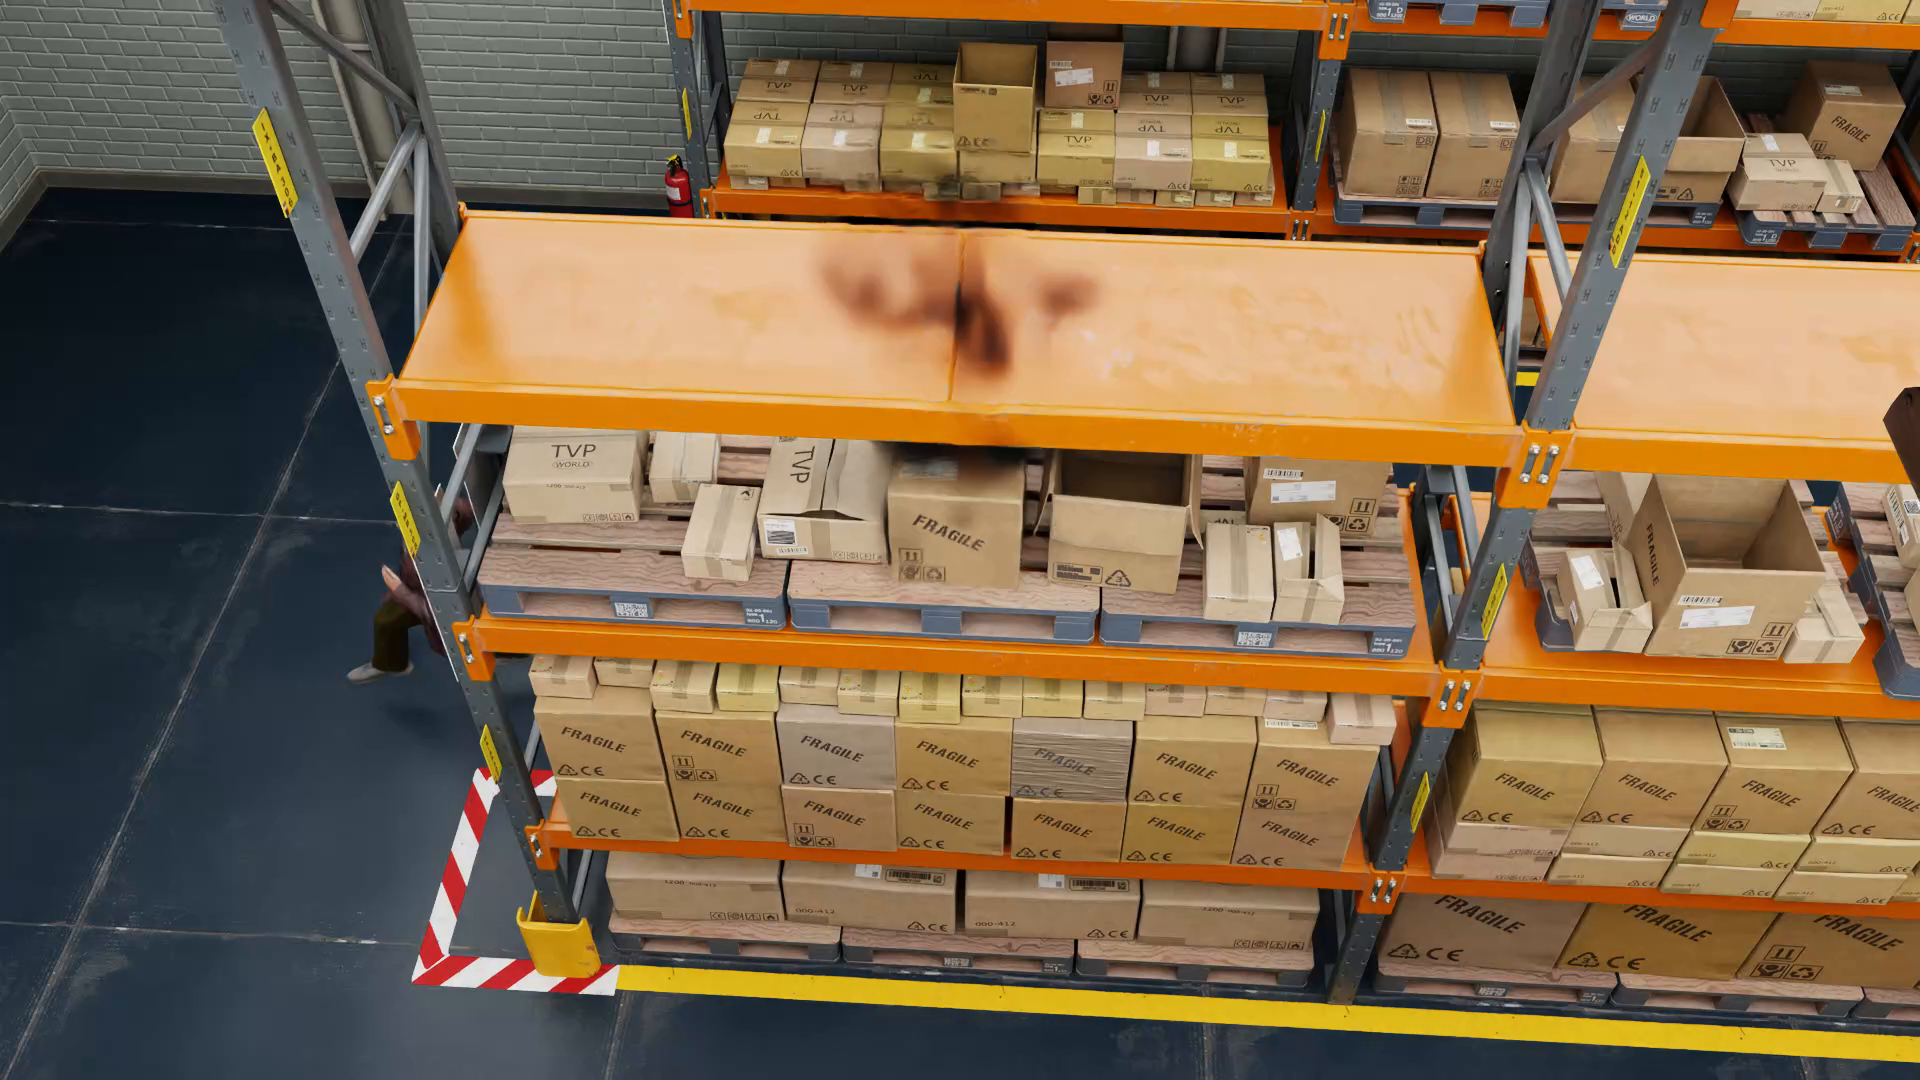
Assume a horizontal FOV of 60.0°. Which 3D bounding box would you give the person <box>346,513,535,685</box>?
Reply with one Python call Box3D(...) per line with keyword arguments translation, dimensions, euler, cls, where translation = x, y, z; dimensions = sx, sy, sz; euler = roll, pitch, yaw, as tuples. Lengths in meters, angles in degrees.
Box3D(translation=(-2.894, 0.350, 8.973), dimensions=(1.136, 1.623, 0.744), euler=(-17, 50, -14), cls="person")
